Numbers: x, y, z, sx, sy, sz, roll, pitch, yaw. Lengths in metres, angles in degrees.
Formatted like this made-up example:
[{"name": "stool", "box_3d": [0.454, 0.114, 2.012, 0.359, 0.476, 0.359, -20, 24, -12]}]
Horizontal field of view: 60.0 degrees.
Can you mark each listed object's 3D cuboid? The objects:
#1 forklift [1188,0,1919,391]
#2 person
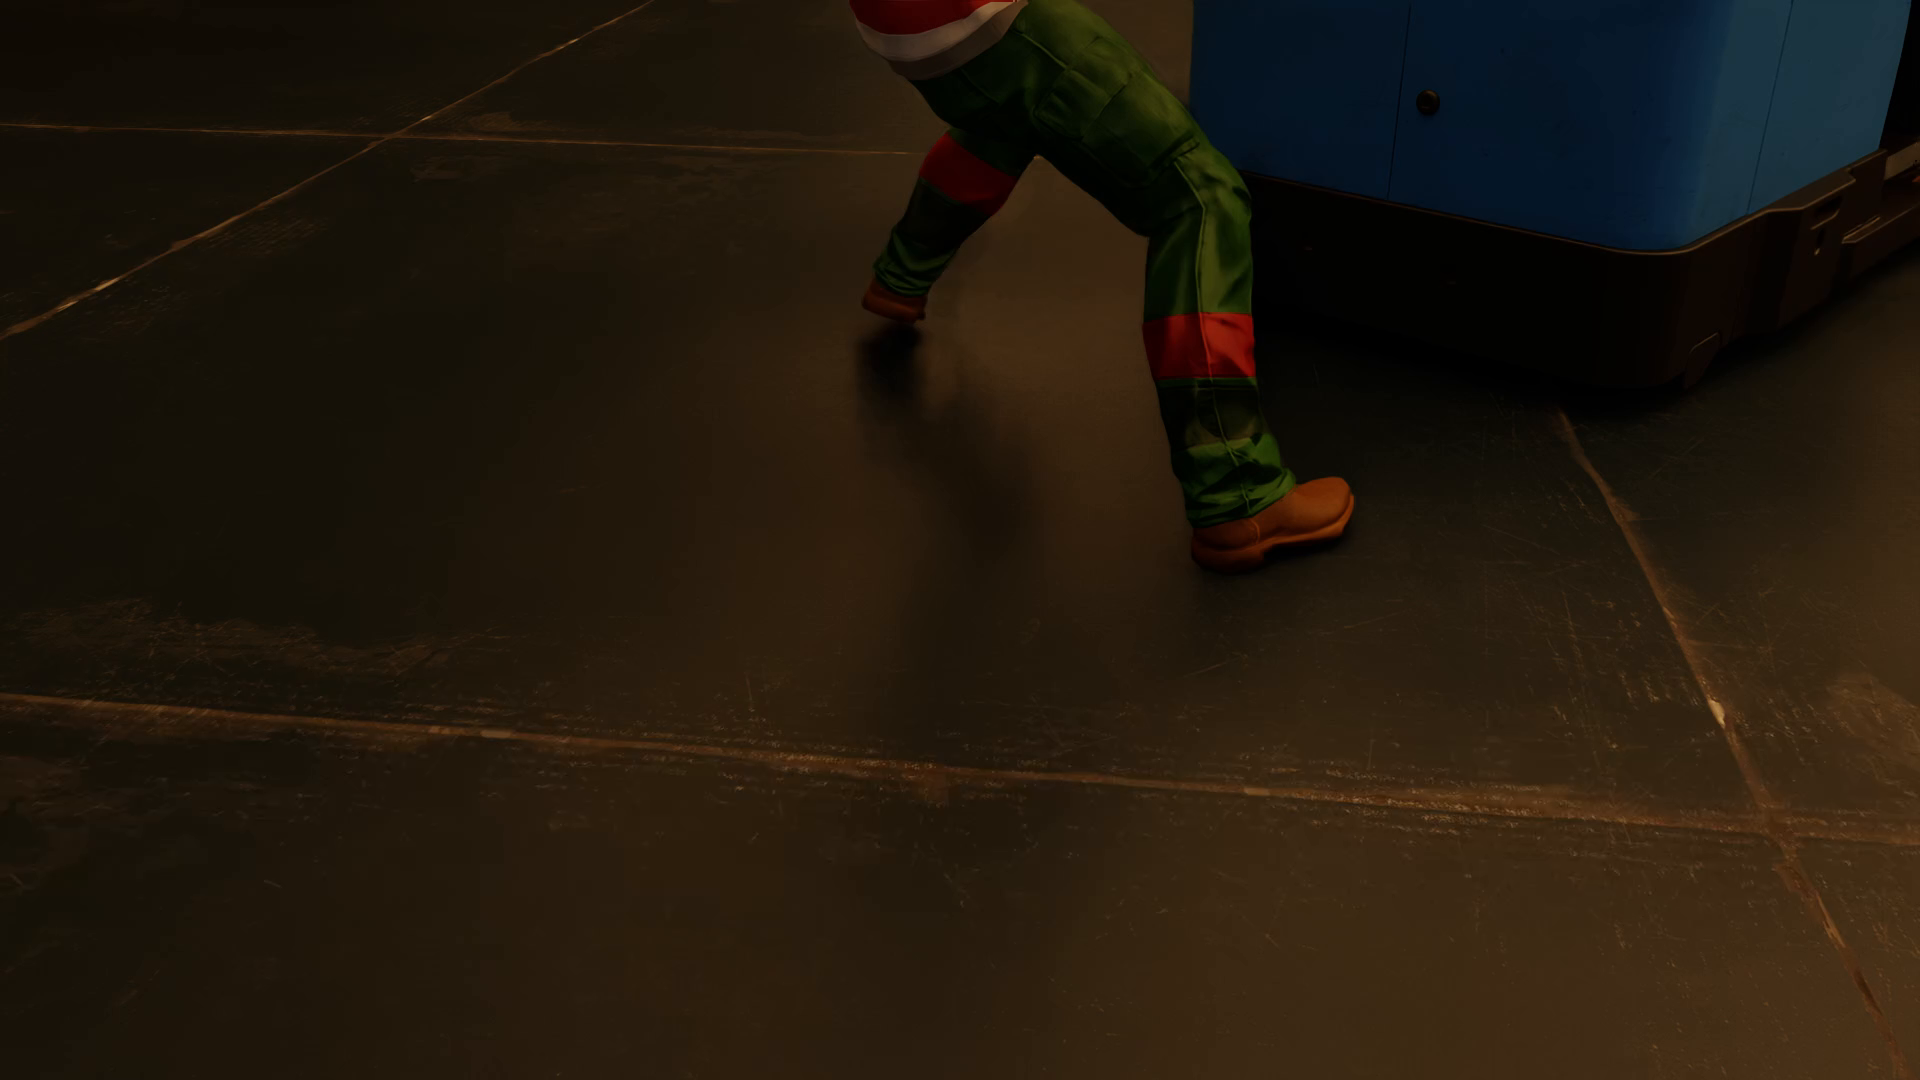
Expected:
[{"name": "forklift", "box_3d": [1.825, -2.135, 3.497, 1.130, 2.935, 3.031, 23, 35, 38]}, {"name": "person", "box_3d": [0.157, -0.899, 2.571, 0.690, 1.547, 1.232, -6, 27, -12]}]
